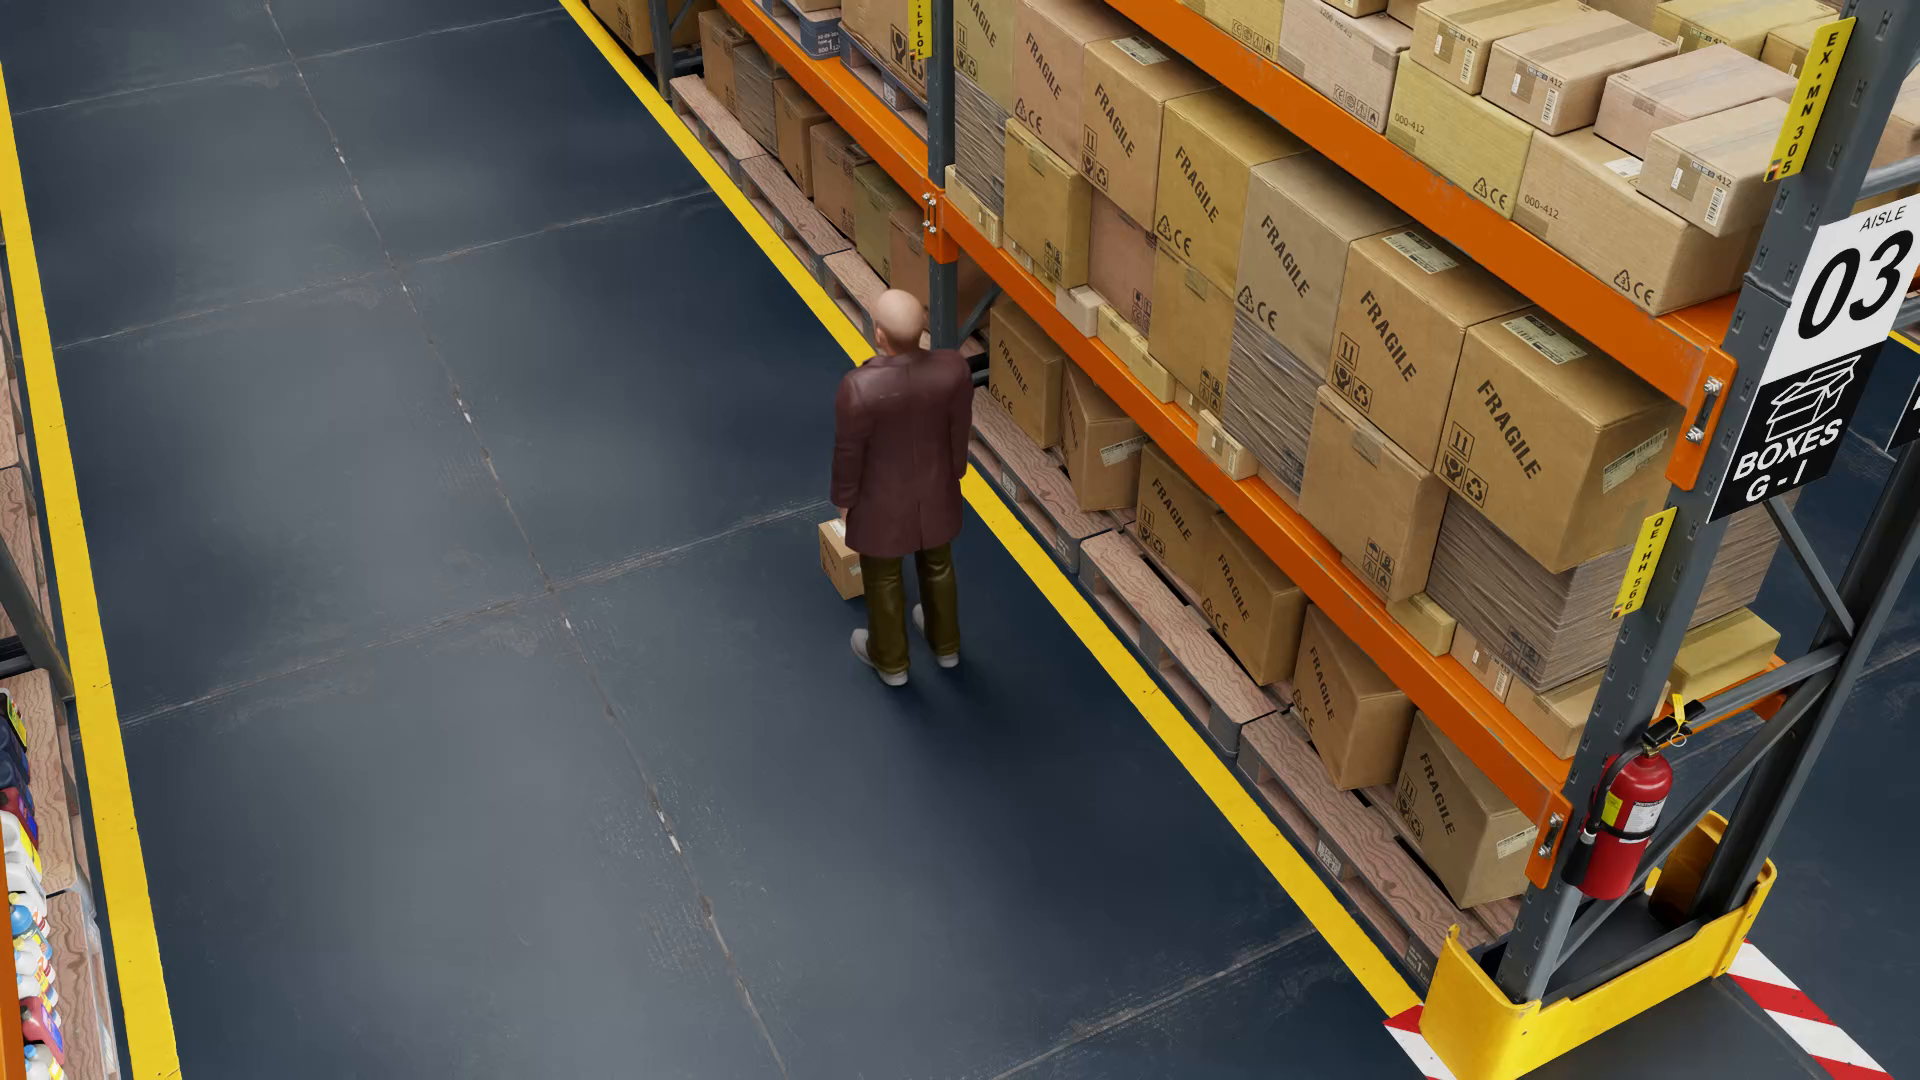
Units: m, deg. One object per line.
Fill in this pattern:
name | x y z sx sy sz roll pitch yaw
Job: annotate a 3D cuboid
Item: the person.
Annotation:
person | -0.235 -0.203 6.408 0.562 1.786 0.388 -17 43 -18
